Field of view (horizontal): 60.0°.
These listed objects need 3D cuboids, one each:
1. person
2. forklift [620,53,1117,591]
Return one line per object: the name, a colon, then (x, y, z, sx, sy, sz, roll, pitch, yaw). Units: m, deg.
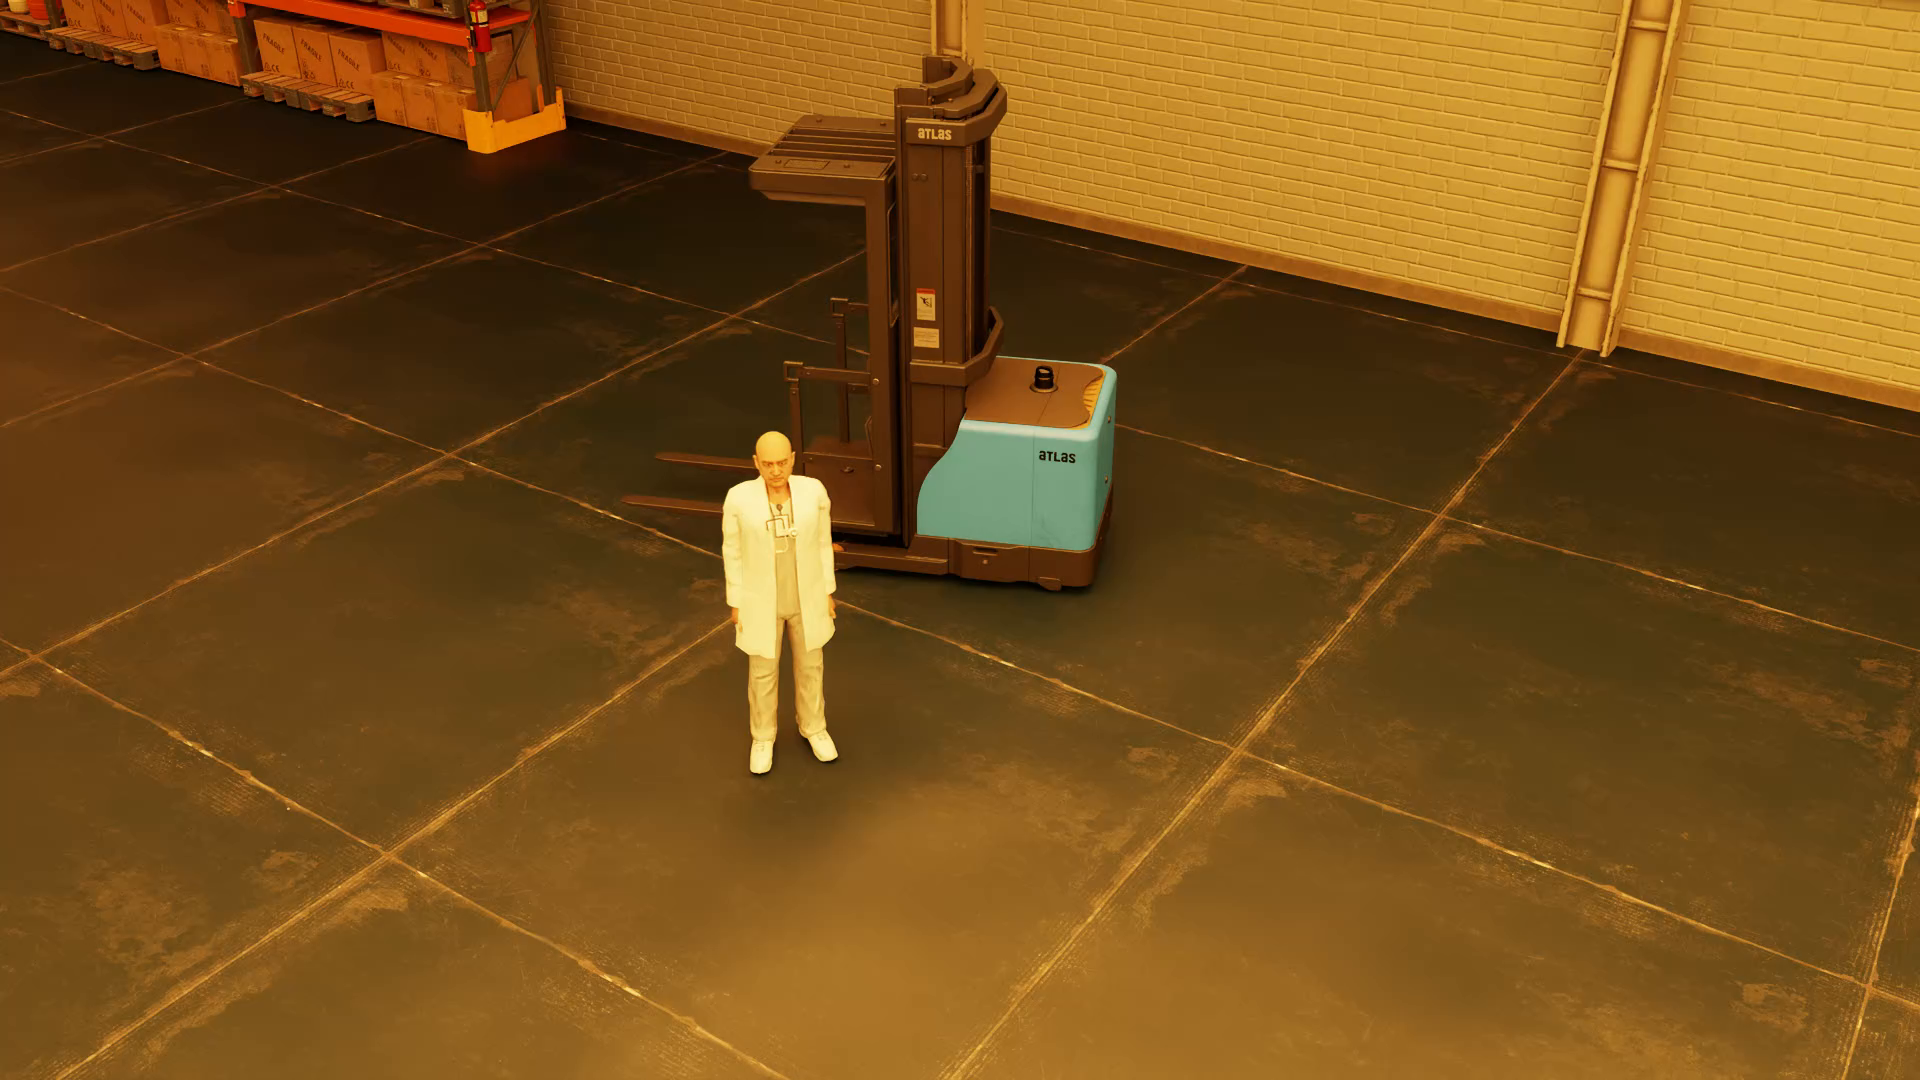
person: (-0.868, 0.312, 8.191, 0.548, 1.781, 0.399, -8, 31, -14)
forklift: (-0.596, -1.330, 9.871, 3.031, 2.935, 1.130, 6, 31, 10)
